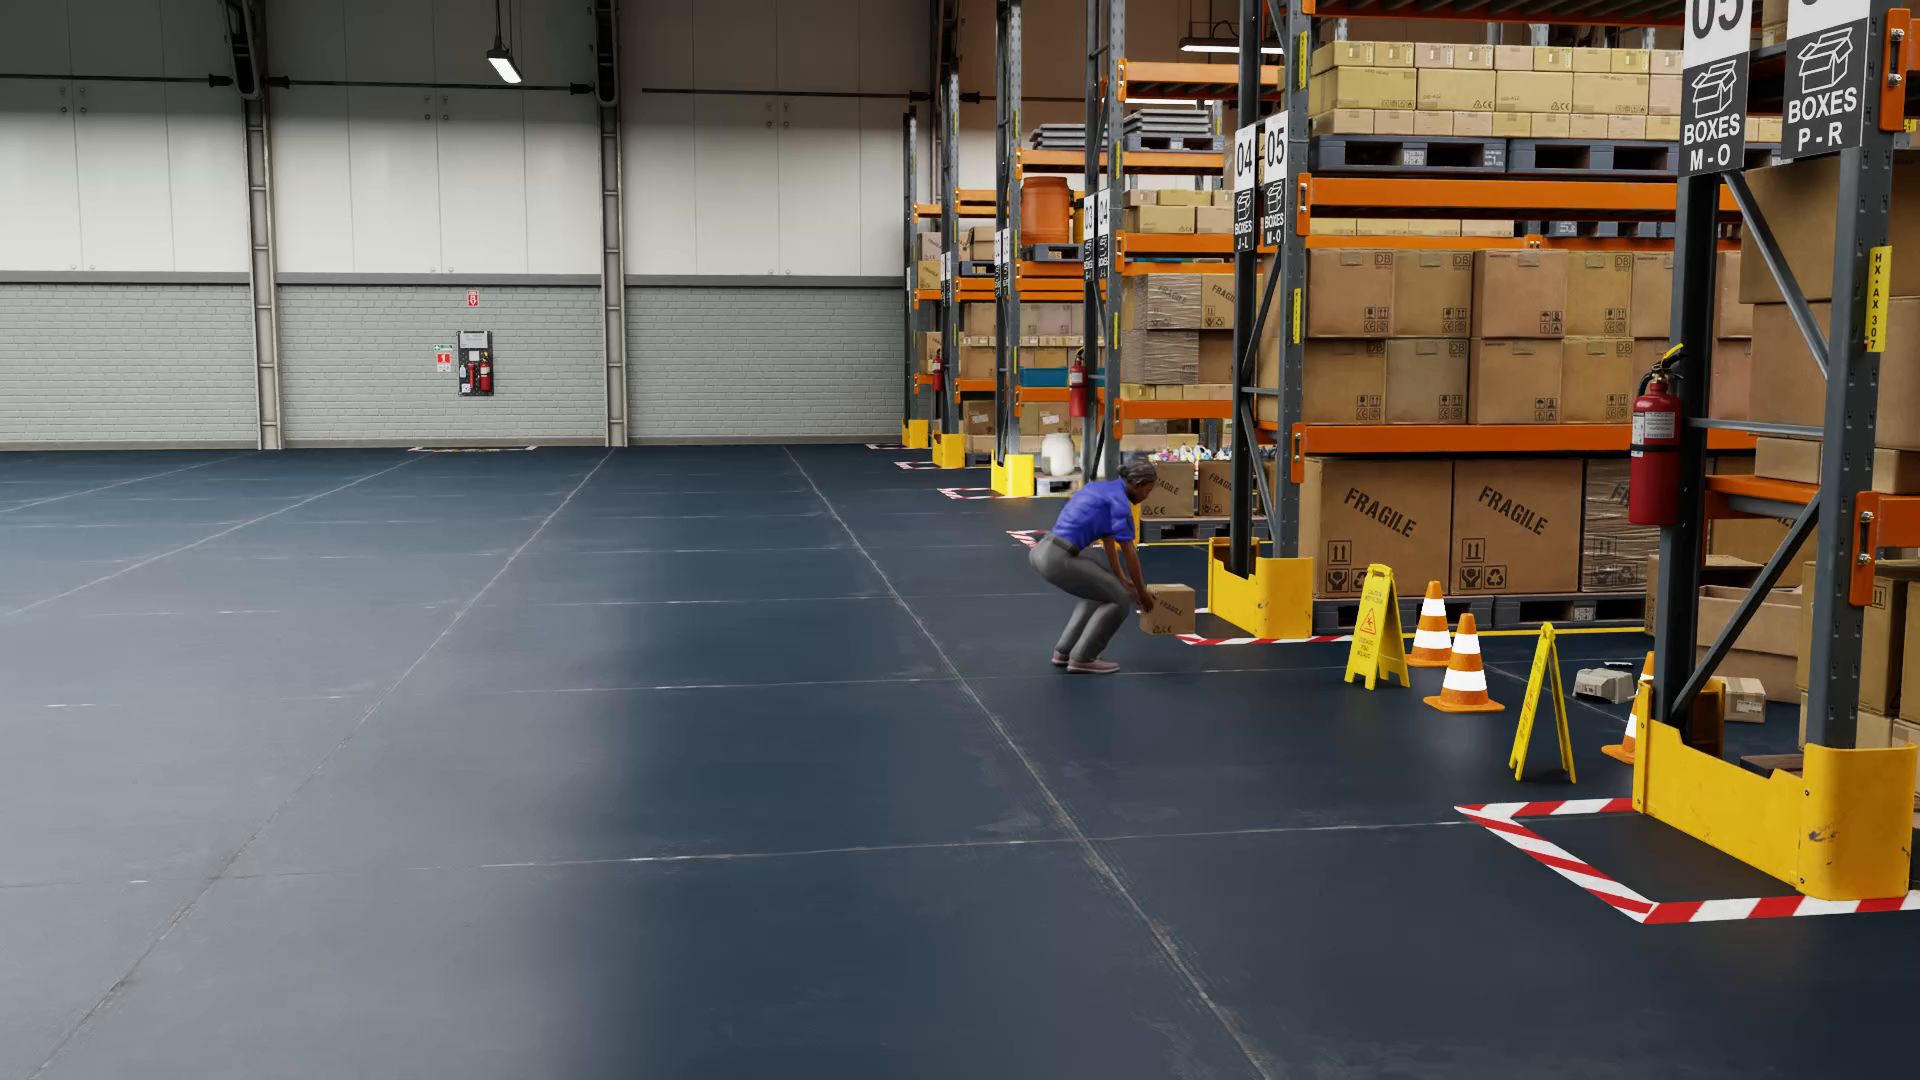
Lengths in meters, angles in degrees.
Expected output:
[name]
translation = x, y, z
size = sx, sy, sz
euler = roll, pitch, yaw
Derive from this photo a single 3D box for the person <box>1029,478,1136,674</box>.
[person]
translation = 0.662, 0.191, 9.267
size = 0.556, 1.068, 0.486
euler = -1, 7, -9
